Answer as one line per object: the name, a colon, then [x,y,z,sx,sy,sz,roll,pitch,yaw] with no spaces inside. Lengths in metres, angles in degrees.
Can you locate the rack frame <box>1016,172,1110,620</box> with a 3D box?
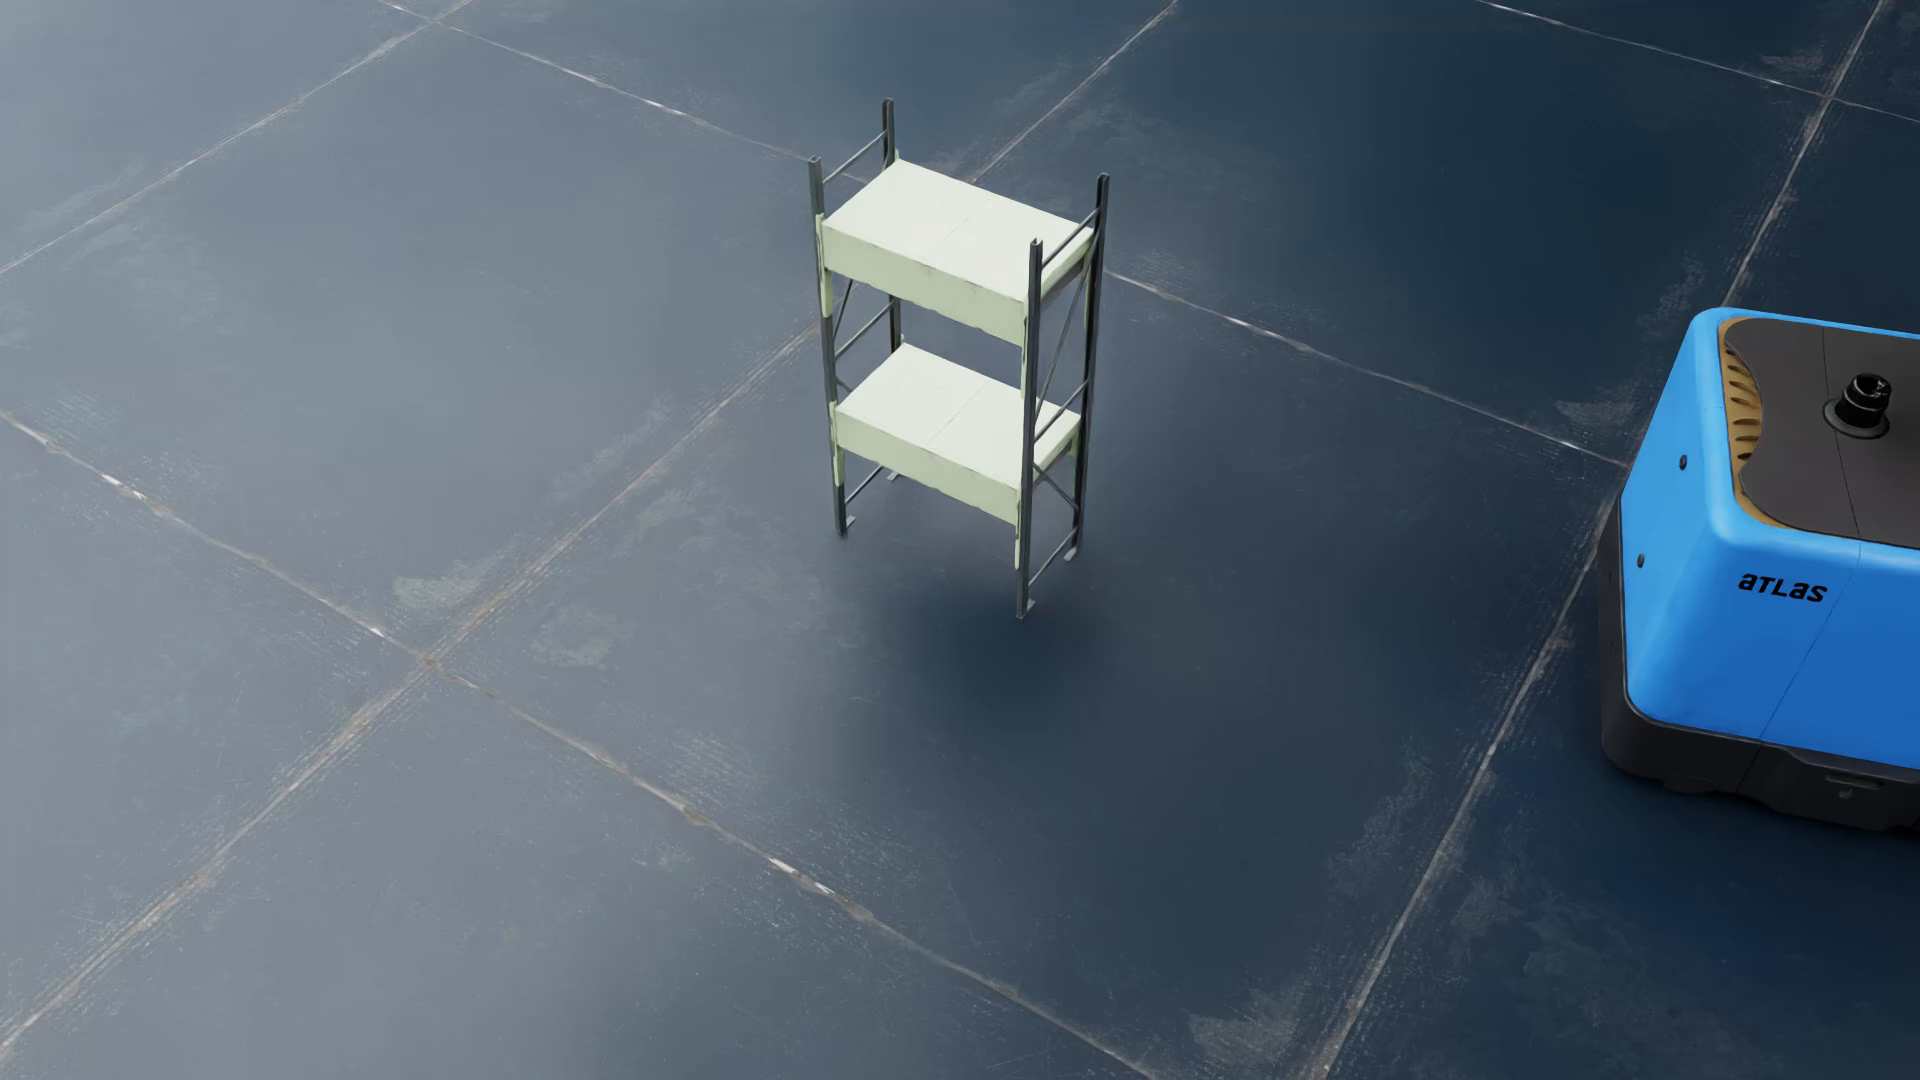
rack frame: [0.302,-0.384,5.077,0.023,1.500,0.400,25,51,22]

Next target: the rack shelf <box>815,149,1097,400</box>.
rack shelf: [-0.006,-0.797,4.935,0.720,0.370,0.431,25,51,22]

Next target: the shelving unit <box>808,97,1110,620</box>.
shelving unit: [-0.006,-0.525,5.215,0.755,1.500,0.431,25,51,22]

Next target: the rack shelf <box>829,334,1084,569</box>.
rack shelf: [-0.006,-0.298,5.448,0.720,0.370,0.431,25,51,22]

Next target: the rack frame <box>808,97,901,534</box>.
rack frame: [-0.314,-0.667,5.352,0.023,1.500,0.400,25,51,22]

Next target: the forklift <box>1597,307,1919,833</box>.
forklift: [3.521,-0.387,4.082,3.031,2.935,1.130,10,47,10]
